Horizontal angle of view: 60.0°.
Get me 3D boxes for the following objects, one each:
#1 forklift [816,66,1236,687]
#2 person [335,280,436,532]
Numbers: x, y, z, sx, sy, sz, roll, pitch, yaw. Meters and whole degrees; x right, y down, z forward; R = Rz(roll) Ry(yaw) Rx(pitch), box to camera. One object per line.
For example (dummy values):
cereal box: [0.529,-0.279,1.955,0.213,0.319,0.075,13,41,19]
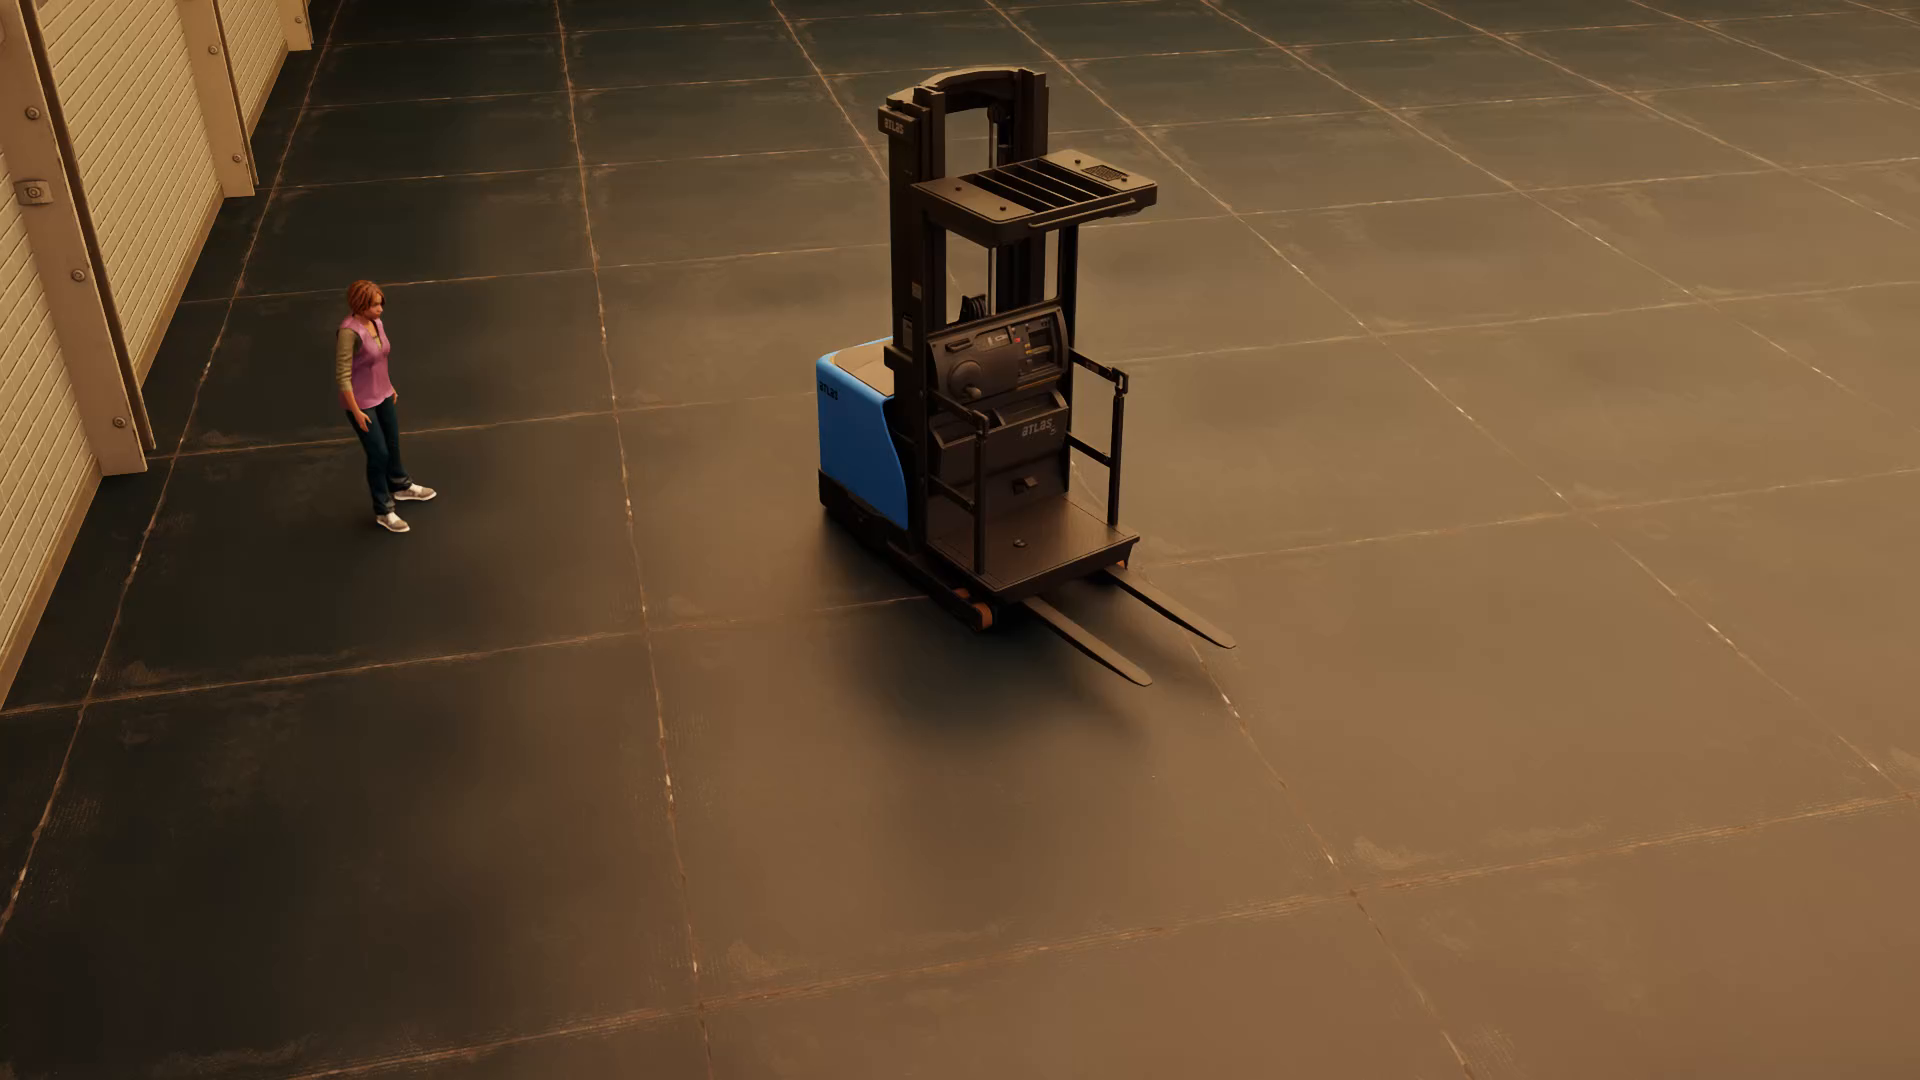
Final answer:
forklift: [0.355,-1.021,9.338,1.130,2.935,3.031,-20,35,-30]
person: [-3.657,-0.859,10.410,0.384,1.589,0.537,5,30,9]
